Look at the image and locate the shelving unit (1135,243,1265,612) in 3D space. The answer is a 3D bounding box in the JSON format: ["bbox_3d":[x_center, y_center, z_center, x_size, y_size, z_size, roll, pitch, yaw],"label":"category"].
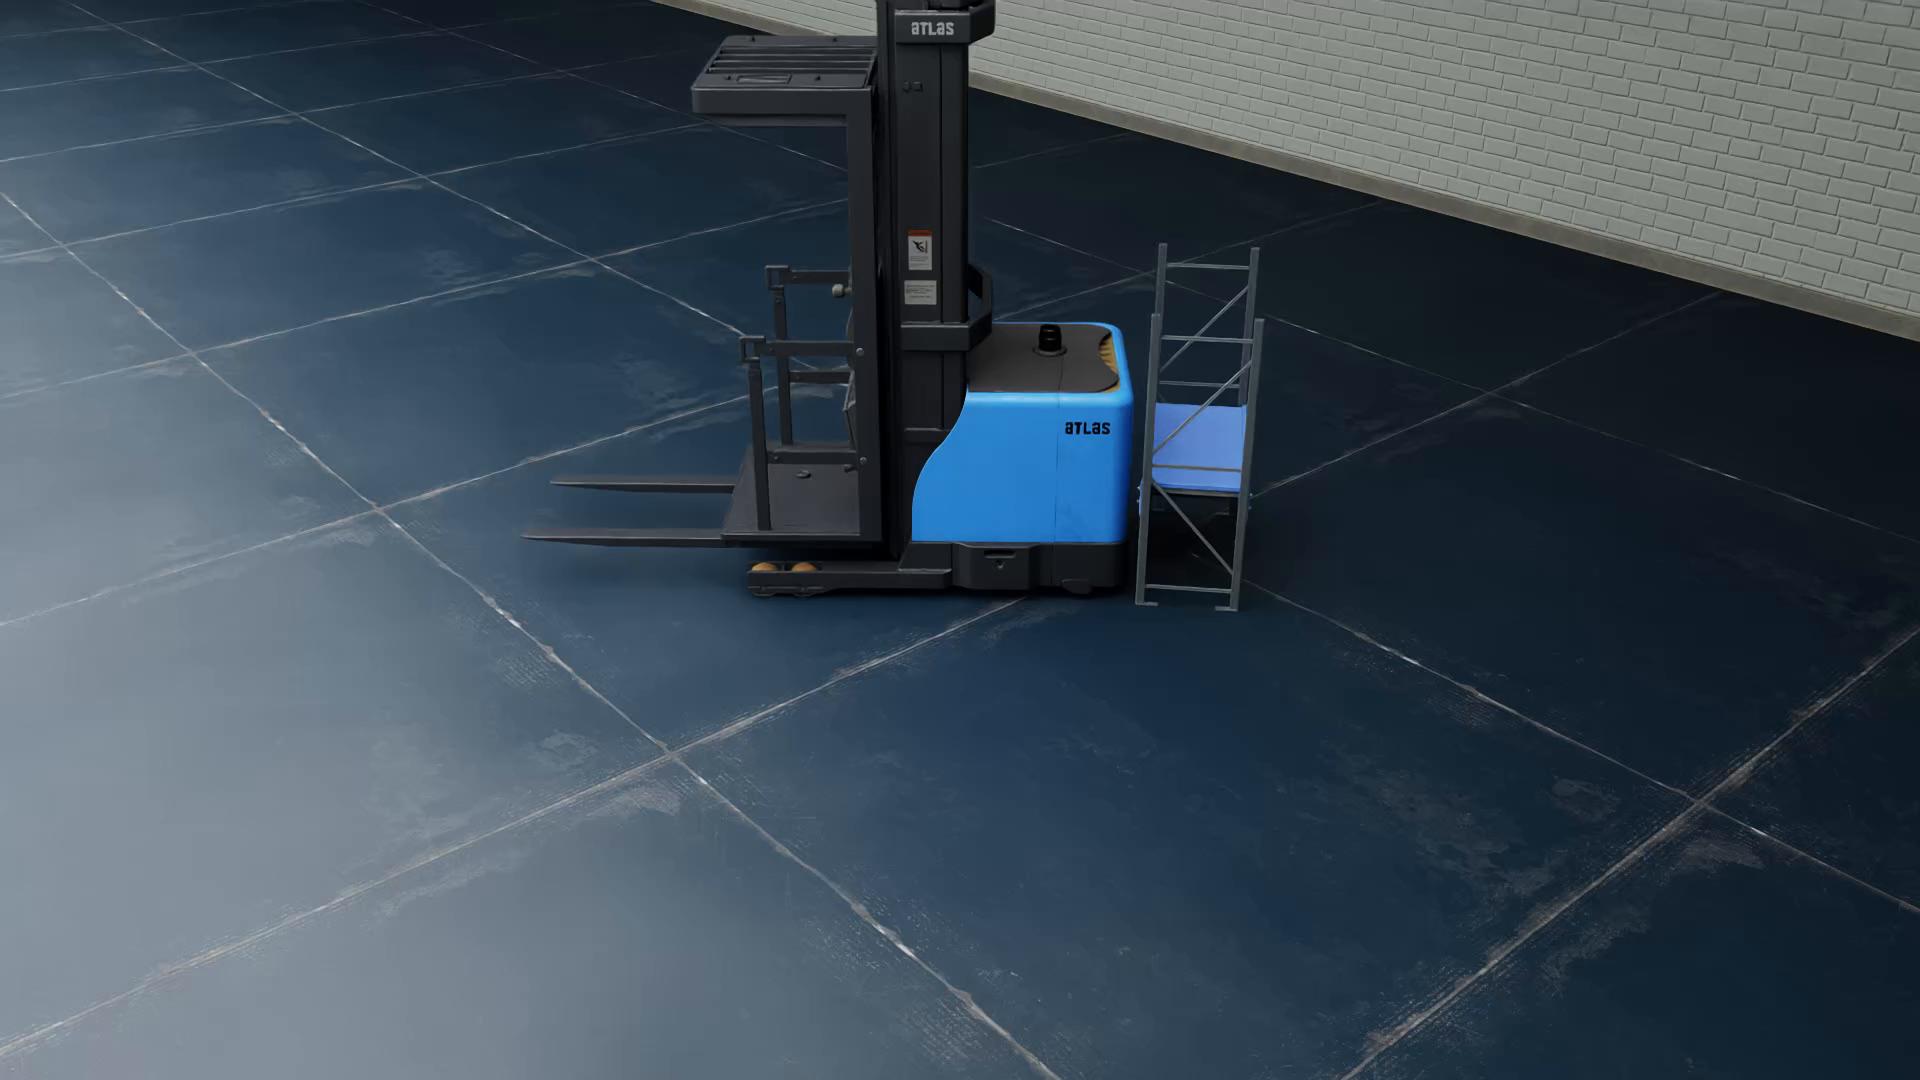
[{"bbox_3d":[1.177,-0.571,8.226,0.538,1.500,1.048,4,28,7],"label":"shelving unit"}]

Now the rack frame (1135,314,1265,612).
[{"bbox_3d":[1.108,-0.333,7.782,0.500,1.500,0.032,4,28,7],"label":"rack frame"}]

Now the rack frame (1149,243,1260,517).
[{"bbox_3d":[1.247,-0.808,8.671,0.500,1.500,0.032,4,28,7],"label":"rack frame"}]

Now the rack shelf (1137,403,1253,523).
[{"bbox_3d":[1.177,-0.412,8.311,0.538,0.185,1.000,4,28,7],"label":"rack shelf"}]

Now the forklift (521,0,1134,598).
[{"bbox_3d":[-0.676,-1.258,7.994,3.031,2.935,1.130,1,28,1],"label":"forklift"}]
